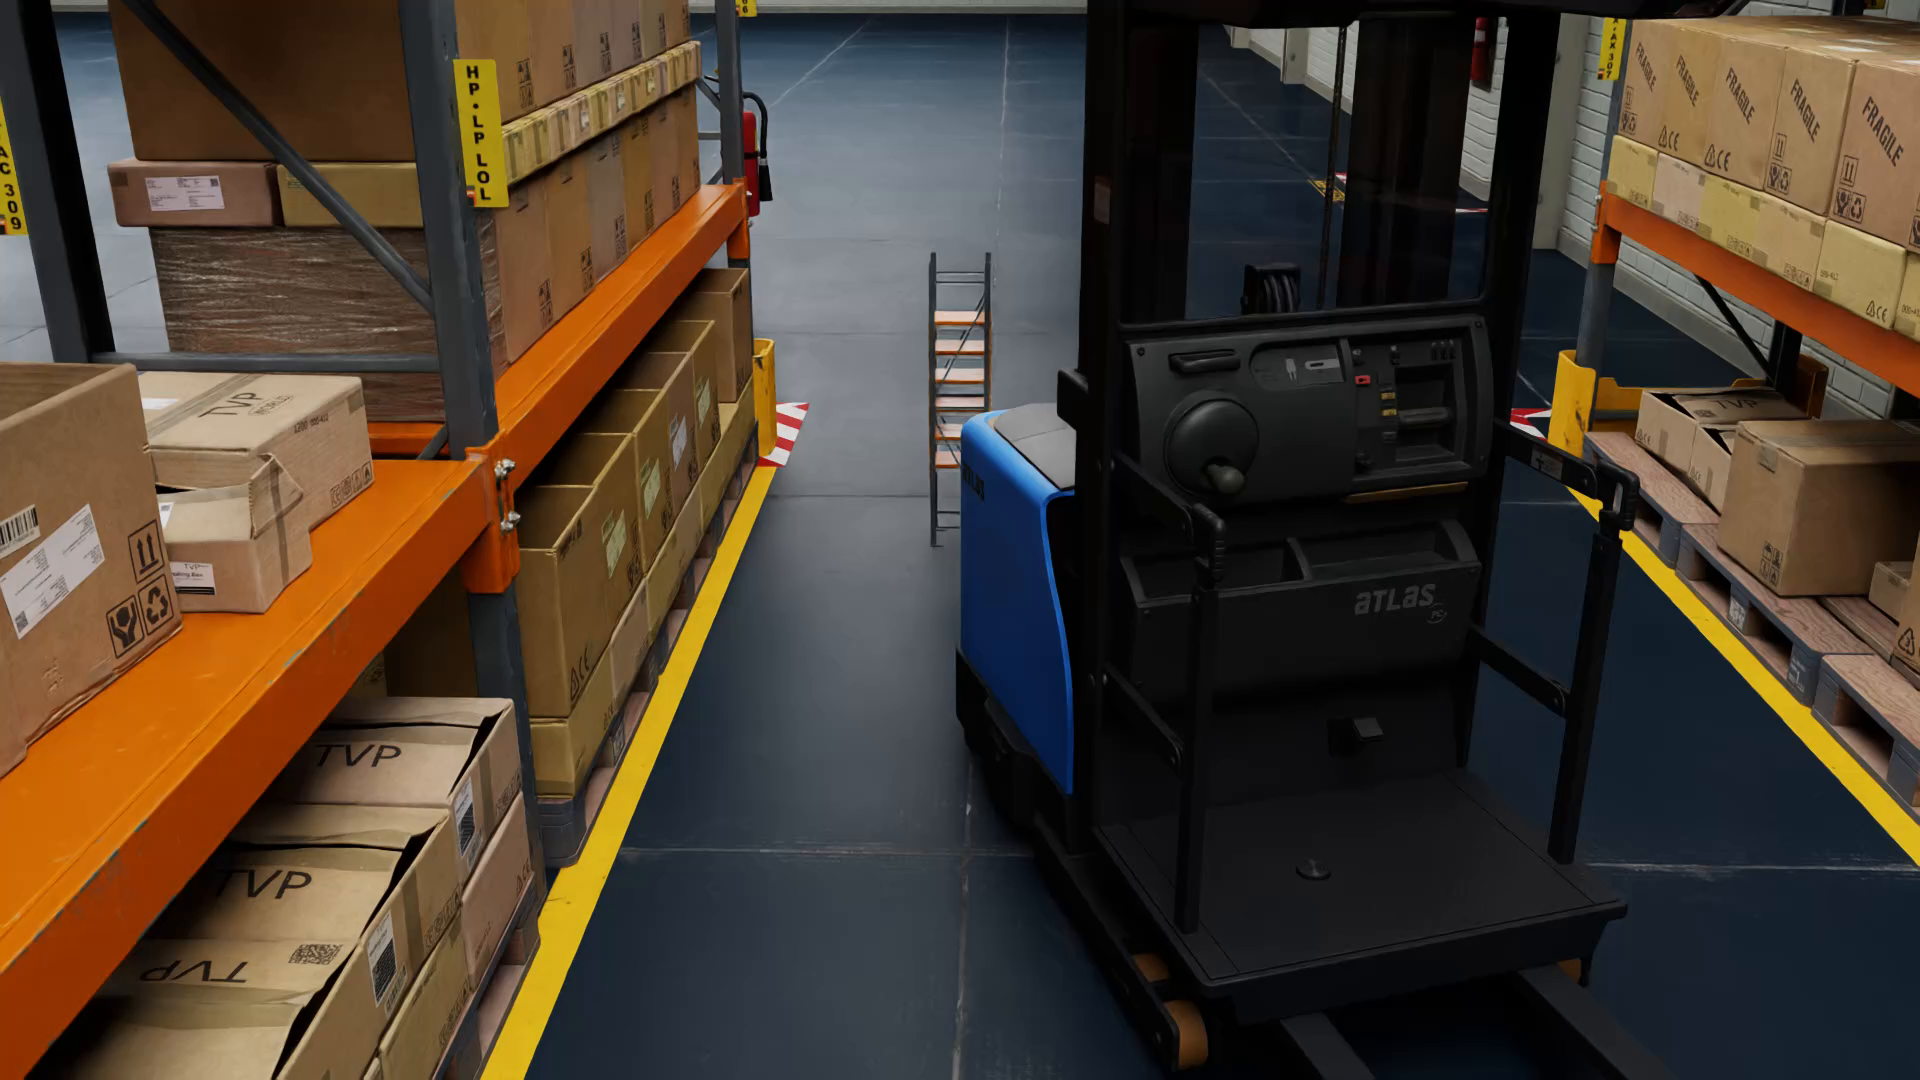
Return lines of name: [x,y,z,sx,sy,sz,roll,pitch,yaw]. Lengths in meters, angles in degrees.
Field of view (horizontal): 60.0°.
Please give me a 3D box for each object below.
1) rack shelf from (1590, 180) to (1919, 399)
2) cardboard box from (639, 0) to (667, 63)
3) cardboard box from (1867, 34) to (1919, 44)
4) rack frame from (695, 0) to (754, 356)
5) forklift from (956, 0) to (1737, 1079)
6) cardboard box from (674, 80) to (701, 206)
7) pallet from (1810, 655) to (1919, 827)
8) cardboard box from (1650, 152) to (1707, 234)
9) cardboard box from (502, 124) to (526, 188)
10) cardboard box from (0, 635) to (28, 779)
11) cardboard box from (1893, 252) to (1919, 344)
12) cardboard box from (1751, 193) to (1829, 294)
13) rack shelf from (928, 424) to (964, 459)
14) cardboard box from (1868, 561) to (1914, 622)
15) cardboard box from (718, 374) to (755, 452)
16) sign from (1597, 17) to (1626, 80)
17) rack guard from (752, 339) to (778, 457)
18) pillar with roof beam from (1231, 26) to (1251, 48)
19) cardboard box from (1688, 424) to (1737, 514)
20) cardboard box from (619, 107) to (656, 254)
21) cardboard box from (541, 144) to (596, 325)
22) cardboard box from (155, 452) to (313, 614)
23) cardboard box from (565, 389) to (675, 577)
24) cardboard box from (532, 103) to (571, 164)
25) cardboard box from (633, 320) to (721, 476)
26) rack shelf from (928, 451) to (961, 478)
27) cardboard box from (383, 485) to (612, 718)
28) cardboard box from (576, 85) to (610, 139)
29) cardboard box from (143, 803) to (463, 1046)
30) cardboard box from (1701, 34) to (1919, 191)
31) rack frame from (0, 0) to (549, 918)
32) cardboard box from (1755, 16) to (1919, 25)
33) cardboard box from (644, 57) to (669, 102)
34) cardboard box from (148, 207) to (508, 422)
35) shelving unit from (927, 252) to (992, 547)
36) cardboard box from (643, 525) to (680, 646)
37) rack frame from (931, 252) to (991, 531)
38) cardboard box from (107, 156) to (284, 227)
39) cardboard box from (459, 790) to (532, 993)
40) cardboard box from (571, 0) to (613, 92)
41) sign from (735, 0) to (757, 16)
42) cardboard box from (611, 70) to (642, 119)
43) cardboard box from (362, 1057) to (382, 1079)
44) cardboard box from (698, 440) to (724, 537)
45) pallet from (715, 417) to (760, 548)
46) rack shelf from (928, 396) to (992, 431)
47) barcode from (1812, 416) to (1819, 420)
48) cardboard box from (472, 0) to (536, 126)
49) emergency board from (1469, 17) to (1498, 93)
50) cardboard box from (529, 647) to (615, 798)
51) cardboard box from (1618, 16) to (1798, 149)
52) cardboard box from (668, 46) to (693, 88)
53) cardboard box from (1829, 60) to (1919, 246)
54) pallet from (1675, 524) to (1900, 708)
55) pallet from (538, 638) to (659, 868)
rack shelf: [3.388,-0.748,5.805,1.077,0.370,4.000,1,21,2]
cardboard box: [-1.542,-2.133,6.448,0.700,0.500,0.500,0,21,0]
cardboard box: [3.611,-1.554,6.030,0.500,0.500,0.500,0,21,0]
rack frame: [-1.502,-1.860,7.675,1.000,3.000,0.127,1,21,2]
forklift: [0.905,-0.296,3.740,1.130,2.935,3.031,-6,22,-16]
cardboard box: [-1.529,-1.738,7.222,0.700,0.500,0.500,1,21,2]
pallet: [3.313,0.696,4.942,1.003,0.211,1.213,1,21,2]
cardboard box: [3.115,-1.385,6.632,0.500,0.250,0.500,0,21,0]
cardboard box: [-1.409,-1.042,4.532,0.380,0.149,0.250,0,21,0]
cardboard box: [-1.695,0.189,2.257,0.500,0.500,0.500,1,21,2]
cardboard box: [3.062,-0.654,4.748,0.500,0.250,0.500,1,21,2]
cardboard box: [3.076,-1.018,5.686,0.500,0.250,0.500,1,21,2]
rack shelf: [0.000,-0.411,6.885,0.258,0.103,0.180,1,21,2]
cardboard box: [3.396,0.186,5.737,0.380,0.149,0.250,-1,21,-3]
cardboard box: [-1.223,-0.576,7.589,0.500,0.250,0.500,1,21,2]
sign: [2.907,-2.216,7.397,0.100,0.325,0.005,1,21,2]
rack guard: [-1.502,-0.703,8.150,1.175,0.500,0.348,1,21,2]
pillar with roof beam: [0.719,-13.066,28.263,9.100,9.000,0.400,1,21,2]
cardboard box: [3.321,-0.303,6.772,0.500,0.311,0.500,2,21,6]
cardboard box: [-1.561,-1.368,6.270,0.700,0.500,0.500,1,21,2]
cardboard box: [-1.588,-0.993,5.302,0.700,0.500,0.500,1,21,2]
cardboard box: [-1.467,-0.031,3.148,0.396,0.266,0.258,0,21,0]
cardboard box: [-1.267,-0.203,5.589,0.500,0.500,0.500,1,21,2]
cardboard box: [-1.392,-1.227,5.009,0.380,0.149,0.250,0,21,0]
cardboard box: [-1.237,-0.564,6.521,0.500,0.500,0.500,1,21,2]
rack shelf: [0.000,-0.299,6.928,0.258,0.103,0.180,1,21,2]
cardboard box: [-1.297,0.159,4.657,0.500,0.500,0.500,1,21,2]
cardboard box: [-1.379,-1.418,5.501,0.380,0.149,0.250,0,21,1]
cardboard box: [-1.359,0.749,3.397,0.500,0.311,0.500,1,21,3]
cardboard box: [3.087,-1.561,6.048,0.500,0.500,0.500,0,21,0]
rack frame: [-1.624,-0.413,3.948,1.000,3.000,0.127,1,21,2]
cardboard box: [3.647,-1.923,6.981,0.500,0.500,0.500,0,21,1]
cardboard box: [-1.348,-1.790,6.462,0.380,0.149,0.250,1,21,2]
cardboard box: [-1.617,-0.621,4.343,0.700,0.500,0.500,0,21,0]
shelving unit: [0.000,-0.565,6.825,0.258,1.200,0.189,1,21,2]
cardboard box: [-1.266,0.147,5.724,0.500,0.250,0.500,1,21,2]
rack frame: [0.003,-0.598,6.911,0.240,1.200,0.006,1,21,2]
cardboard box: [-1.830,-0.863,4.072,0.380,0.149,0.250,1,21,2]
cardboard box: [-1.347,0.826,3.975,0.500,0.250,0.500,0,21,1]
cardboard box: [-1.571,-1.770,5.512,0.700,0.500,0.500,1,21,2]
sign: [-0.960,-2.499,7.395,0.100,0.325,0.005,1,21,2]
cardboard box: [-1.361,-1.600,5.972,0.380,0.149,0.250,1,21,3]
cardboard box: [-1.379,1.194,3.027,0.500,0.250,0.500,1,21,3]
cardboard box: [-1.240,-0.215,6.656,0.500,0.250,0.500,1,21,2]
pallet: [-1.484,-0.283,7.466,1.003,0.211,1.213,1,21,2]
rack shelf: [0.000,-0.523,6.841,0.258,0.103,0.180,1,21,2]
barcode: [3.737,-0.502,7.273,0.001,0.075,0.075,1,21,2]
cardboard box: [-1.603,-1.408,4.580,0.700,0.500,0.500,1,21,1]
emergency board: [4.588,-4.606,14.754,0.194,1.169,0.643,1,21,2]
cardboard box: [-1.307,0.508,4.793,0.500,0.250,0.500,1,21,2]
cardboard box: [3.134,-1.926,6.990,0.500,0.500,0.500,1,21,2]
cardboard box: [-1.330,-1.974,6.934,0.380,0.149,0.250,1,21,3]
cardboard box: [3.068,-1.186,5.082,0.500,0.500,0.500,0,21,0]
pallet: [3.347,0.254,6.082,1.003,0.211,1.213,1,21,2]
pallet: [-1.558,0.599,5.192,1.003,0.211,1.213,1,21,2]
